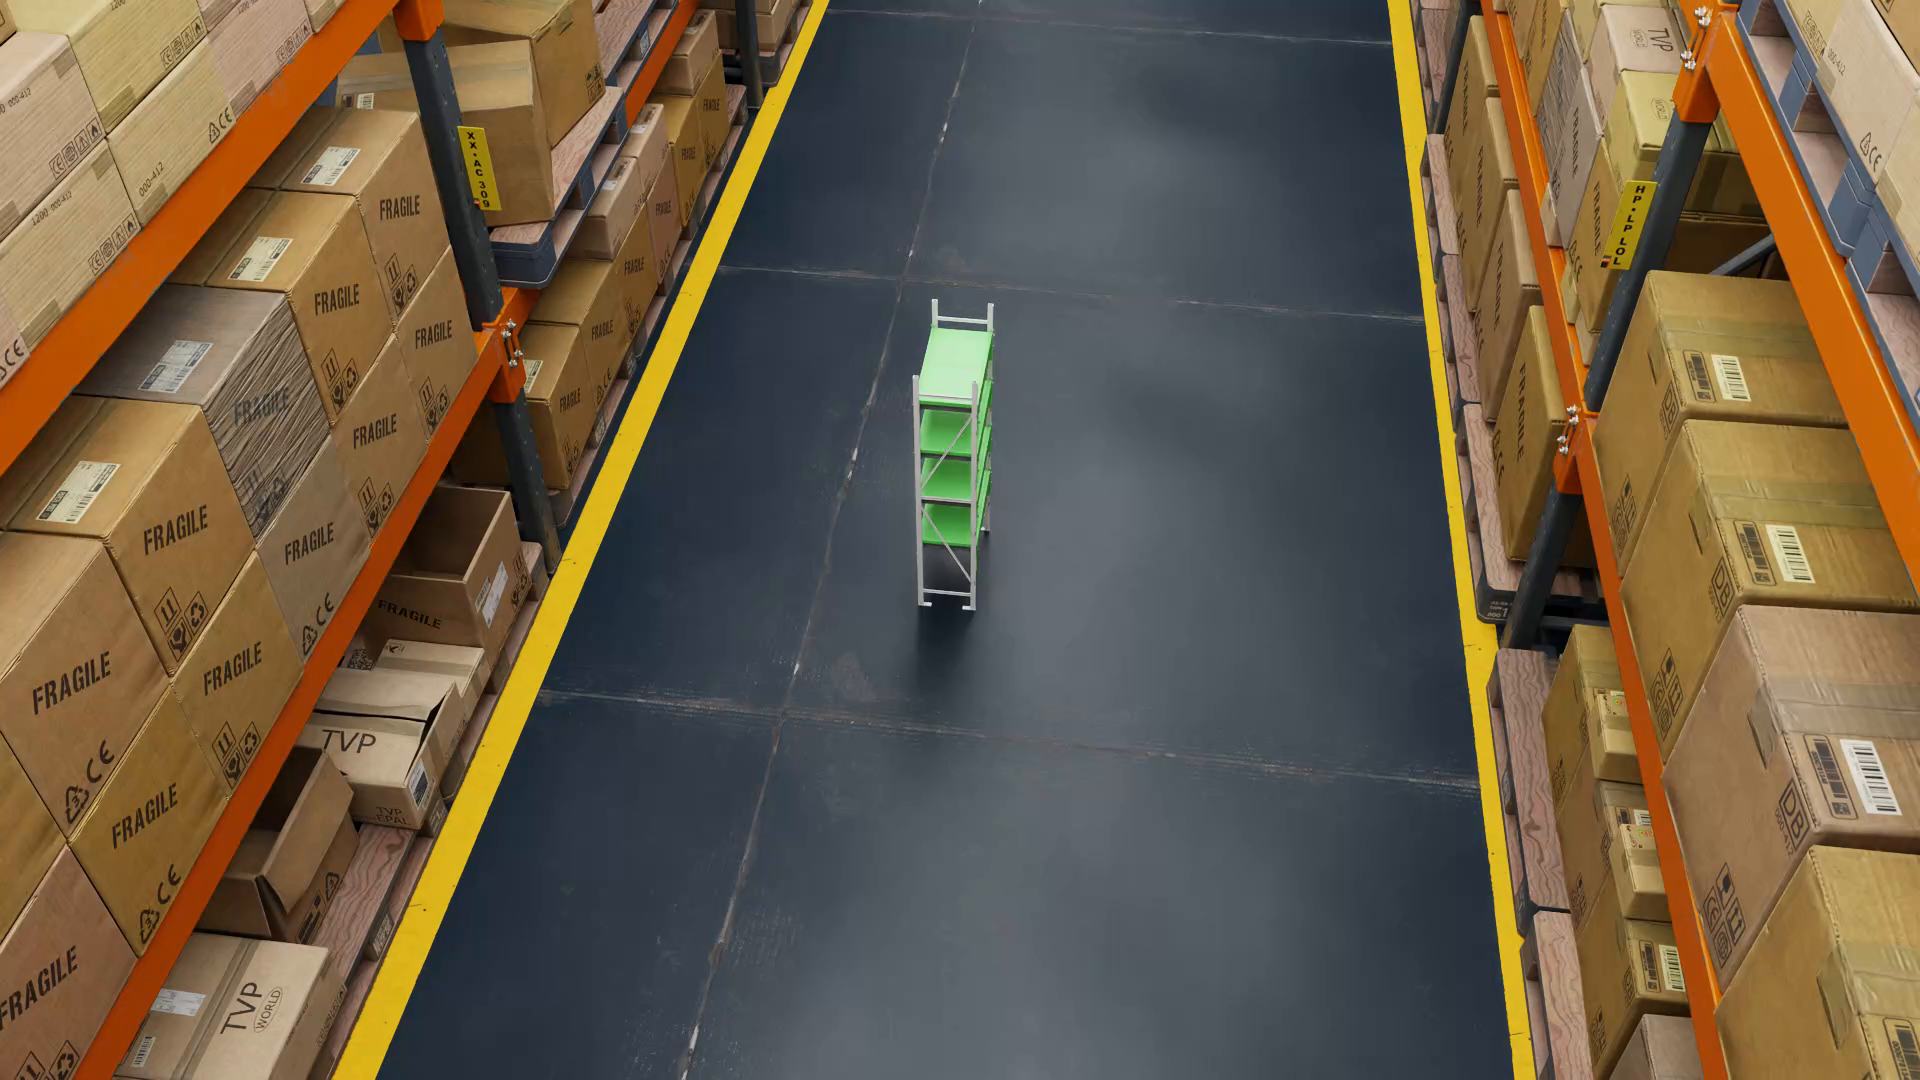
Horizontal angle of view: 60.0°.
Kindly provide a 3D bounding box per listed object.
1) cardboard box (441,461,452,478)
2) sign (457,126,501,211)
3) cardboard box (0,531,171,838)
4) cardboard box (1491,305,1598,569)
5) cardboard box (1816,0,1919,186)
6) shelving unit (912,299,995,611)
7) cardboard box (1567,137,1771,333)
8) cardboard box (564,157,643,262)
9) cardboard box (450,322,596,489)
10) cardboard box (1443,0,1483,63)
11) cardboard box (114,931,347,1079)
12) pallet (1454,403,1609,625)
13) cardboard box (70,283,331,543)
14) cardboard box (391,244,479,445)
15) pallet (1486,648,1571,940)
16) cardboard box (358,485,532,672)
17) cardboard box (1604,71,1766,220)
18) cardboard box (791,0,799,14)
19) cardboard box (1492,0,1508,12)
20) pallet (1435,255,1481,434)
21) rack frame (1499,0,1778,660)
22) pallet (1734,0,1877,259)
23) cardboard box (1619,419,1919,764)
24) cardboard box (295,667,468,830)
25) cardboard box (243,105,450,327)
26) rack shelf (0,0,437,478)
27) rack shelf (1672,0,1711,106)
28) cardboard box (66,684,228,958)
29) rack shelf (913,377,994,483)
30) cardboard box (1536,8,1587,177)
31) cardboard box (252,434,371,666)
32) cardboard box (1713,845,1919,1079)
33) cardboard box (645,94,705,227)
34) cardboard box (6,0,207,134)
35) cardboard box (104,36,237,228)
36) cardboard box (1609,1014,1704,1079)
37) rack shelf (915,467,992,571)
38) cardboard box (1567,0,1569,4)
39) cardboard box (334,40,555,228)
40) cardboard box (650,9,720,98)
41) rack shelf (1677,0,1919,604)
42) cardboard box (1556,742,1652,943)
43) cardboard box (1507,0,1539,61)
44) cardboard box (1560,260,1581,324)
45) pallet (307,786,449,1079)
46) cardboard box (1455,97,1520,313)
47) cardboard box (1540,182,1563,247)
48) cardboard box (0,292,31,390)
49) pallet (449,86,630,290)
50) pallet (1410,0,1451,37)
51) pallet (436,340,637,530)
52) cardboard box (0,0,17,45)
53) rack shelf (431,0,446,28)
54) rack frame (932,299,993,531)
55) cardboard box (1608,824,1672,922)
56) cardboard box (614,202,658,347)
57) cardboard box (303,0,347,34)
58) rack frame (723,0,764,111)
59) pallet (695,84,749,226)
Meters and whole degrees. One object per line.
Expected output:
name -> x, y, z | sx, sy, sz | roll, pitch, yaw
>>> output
cardboard box -> -2.438, -0.638, 7.241 | 0.500, 0.500, 0.500 | 5, 44, 5
sign -> -1.680, -1.294, 5.805 | 0.100, 0.325, 0.005 | 5, 44, 6
cardboard box -> -2.295, 0.327, 3.923 | 0.500, 0.500, 0.500 | 6, 44, 6
cardboard box -> 2.649, -0.403, 6.752 | 0.750, 0.750, 0.750 | 6, 44, 6
cardboard box -> 2.258, -1.007, 3.681 | 0.500, 0.250, 0.500 | 4, 44, 5
shelving unit -> -0.022, -0.323, 6.718 | 0.258, 1.200, 0.503 | 5, 44, 6
cardboard box -> 2.503, -1.065, 5.890 | 0.500, 0.500, 0.500 | 5, 44, 5
cardboard box -> -1.781, -1.537, 7.645 | 0.500, 0.250, 0.500 | 5, 44, 6
cardboard box -> -1.913, -0.584, 7.183 | 0.500, 0.500, 0.500 | 3, 44, 4
cardboard box -> 3.264, -3.050, 9.787 | 0.700, 0.500, 0.500 | 6, 44, 6
cardboard box -> -2.262, 1.515, 5.149 | 0.500, 0.250, 0.500 | 5, 44, 6
pallet -> 2.719, -0.096, 7.198 | 1.003, 0.211, 1.213 | 5, 44, 6
cardboard box -> -2.161, -0.362, 4.651 | 0.500, 0.500, 0.500 | 6, 44, 6
cardboard box -> -2.031, -0.696, 5.731 | 0.500, 0.500, 0.500 | 6, 44, 6
pallet -> 2.514, 0.948, 6.096 | 1.003, 0.211, 1.213 | 5, 44, 6
cardboard box -> -2.013, 0.138, 6.421 | 0.500, 0.500, 0.500 | 5, 44, 6
cardboard box -> 2.500, -1.342, 5.636 | 0.500, 0.250, 0.500 | 6, 44, 7
cardboard box -> -1.264, -3.577, 10.540 | 0.500, 0.250, 0.500 | 4, 44, 4
cardboard box -> 2.787, -2.671, 8.057 | 0.380, 0.149, 0.250 | 6, 44, 7
pallet -> 2.878, -0.930, 8.079 | 1.003, 0.211, 1.213 | 5, 44, 6
rack frame -> 2.692, -0.576, 5.677 | 1.000, 3.000, 0.127 | 5, 44, 6
pallet -> 2.573, -1.077, 4.088 | 1.003, 0.211, 1.213 | 5, 44, 6
cardboard box -> 2.502, 0.180, 4.660 | 0.980, 0.700, 0.700 | 4, 44, 4
cardboard box -> -2.112, 0.718, 5.946 | 0.500, 0.311, 0.500 | 5, 44, 6
cardboard box -> -2.029, -1.055, 5.383 | 0.500, 0.500, 0.500 | 5, 44, 6
rack shelf -> -2.483, -0.489, 3.926 | 1.077, 0.370, 4.000 | 5, 44, 6
rack shelf -> 2.956, -2.767, 6.332 | 1.077, 0.370, 4.000 | 5, 44, 6
cardboard box -> -2.295, 0.694, 4.263 | 0.500, 0.500, 0.500 | 5, 44, 5
rack shelf -> -0.022, -0.451, 6.597 | 0.258, 0.148, 0.480 | 5, 44, 6
cardboard box -> 2.636, -1.755, 6.619 | 0.500, 0.500, 0.500 | 5, 44, 6
cardboard box -> -2.163, 0.006, 4.990 | 0.500, 0.500, 0.500 | 6, 44, 6
cardboard box -> 2.306, 1.196, 3.587 | 0.980, 0.700, 0.700 | 5, 44, 5
cardboard box -> -1.650, -1.991, 8.669 | 0.500, 0.500, 0.500 | 4, 44, 4
cardboard box -> -2.152, -1.203, 3.903 | 0.500, 0.250, 0.500 | 5, 44, 6
cardboard box -> -2.154, -1.022, 4.075 | 0.500, 0.250, 0.500 | 5, 44, 6
cardboard box -> 2.288, 1.735, 4.749 | 0.700, 0.500, 0.500 | 4, 44, 4
rack shelf -> -0.022, -0.102, 6.927 | 0.258, 0.148, 0.480 | 5, 44, 6
cardboard box -> 2.711, -2.384, 6.737 | 0.500, 0.250, 0.500 | 4, 44, 5
cardboard box -> -1.934, -1.515, 6.290 | 0.700, 0.500, 0.500 | -8, 44, -9
cardboard box -> -1.584, -2.577, 8.742 | 0.500, 0.250, 0.500 | 7, 44, 7
rack shelf -> 2.427, -0.041, 3.453 | 1.077, 0.370, 4.000 | 5, 44, 6
cardboard box -> 2.422, 1.021, 5.502 | 0.700, 0.500, 0.500 | 5, 44, 5
cardboard box -> 2.758, -2.452, 7.354 | 0.500, 0.500, 0.500 | 5, 44, 5
cardboard box -> 2.466, -0.922, 6.211 | 0.380, 0.149, 0.250 | 6, 44, 6
pallet -> -2.469, 1.291, 5.734 | 1.003, 0.211, 1.213 | 5, 44, 6
cardboard box -> 2.871, -1.588, 8.004 | 0.750, 0.750, 0.750 | 5, 44, 5
cardboard box -> 2.521, -1.280, 6.589 | 0.380, 0.149, 0.250 | 5, 44, 6
cardboard box -> -2.284, -0.340, 3.355 | 0.500, 0.250, 0.500 | 5, 44, 6
pallet -> -2.005, -1.489, 6.780 | 1.003, 0.211, 1.213 | 5, 44, 6
pallet -> 3.489, -3.651, 10.953 | 1.003, 0.211, 1.213 | 5, 44, 6
pallet -> -2.149, -0.569, 7.698 | 1.003, 0.211, 1.213 | 5, 44, 6
cardboard box -> -2.427, -1.154, 3.305 | 0.700, 0.500, 0.500 | 5, 44, 6
rack shelf -> -1.954, -3.215, 6.805 | 1.077, 0.370, 4.000 | 5, 44, 6
rack frame -> 0.010, -0.489, 6.894 | 0.240, 1.200, 0.015 | 5, 44, 6
cardboard box -> 2.196, 1.016, 5.036 | 0.380, 0.149, 0.250 | 4, 44, 4
cardboard box -> -1.780, -1.288, 7.927 | 0.500, 0.500, 0.500 | 6, 44, 6
cardboard box -> -2.019, -1.703, 4.794 | 0.500, 0.250, 0.500 | 5, 44, 6
rack frame -> -1.690, -3.750, 9.029 | 1.000, 3.000, 0.127 | 5, 44, 6
pallet -> -1.826, -2.232, 9.454 | 1.003, 0.211, 1.213 | 5, 44, 6
